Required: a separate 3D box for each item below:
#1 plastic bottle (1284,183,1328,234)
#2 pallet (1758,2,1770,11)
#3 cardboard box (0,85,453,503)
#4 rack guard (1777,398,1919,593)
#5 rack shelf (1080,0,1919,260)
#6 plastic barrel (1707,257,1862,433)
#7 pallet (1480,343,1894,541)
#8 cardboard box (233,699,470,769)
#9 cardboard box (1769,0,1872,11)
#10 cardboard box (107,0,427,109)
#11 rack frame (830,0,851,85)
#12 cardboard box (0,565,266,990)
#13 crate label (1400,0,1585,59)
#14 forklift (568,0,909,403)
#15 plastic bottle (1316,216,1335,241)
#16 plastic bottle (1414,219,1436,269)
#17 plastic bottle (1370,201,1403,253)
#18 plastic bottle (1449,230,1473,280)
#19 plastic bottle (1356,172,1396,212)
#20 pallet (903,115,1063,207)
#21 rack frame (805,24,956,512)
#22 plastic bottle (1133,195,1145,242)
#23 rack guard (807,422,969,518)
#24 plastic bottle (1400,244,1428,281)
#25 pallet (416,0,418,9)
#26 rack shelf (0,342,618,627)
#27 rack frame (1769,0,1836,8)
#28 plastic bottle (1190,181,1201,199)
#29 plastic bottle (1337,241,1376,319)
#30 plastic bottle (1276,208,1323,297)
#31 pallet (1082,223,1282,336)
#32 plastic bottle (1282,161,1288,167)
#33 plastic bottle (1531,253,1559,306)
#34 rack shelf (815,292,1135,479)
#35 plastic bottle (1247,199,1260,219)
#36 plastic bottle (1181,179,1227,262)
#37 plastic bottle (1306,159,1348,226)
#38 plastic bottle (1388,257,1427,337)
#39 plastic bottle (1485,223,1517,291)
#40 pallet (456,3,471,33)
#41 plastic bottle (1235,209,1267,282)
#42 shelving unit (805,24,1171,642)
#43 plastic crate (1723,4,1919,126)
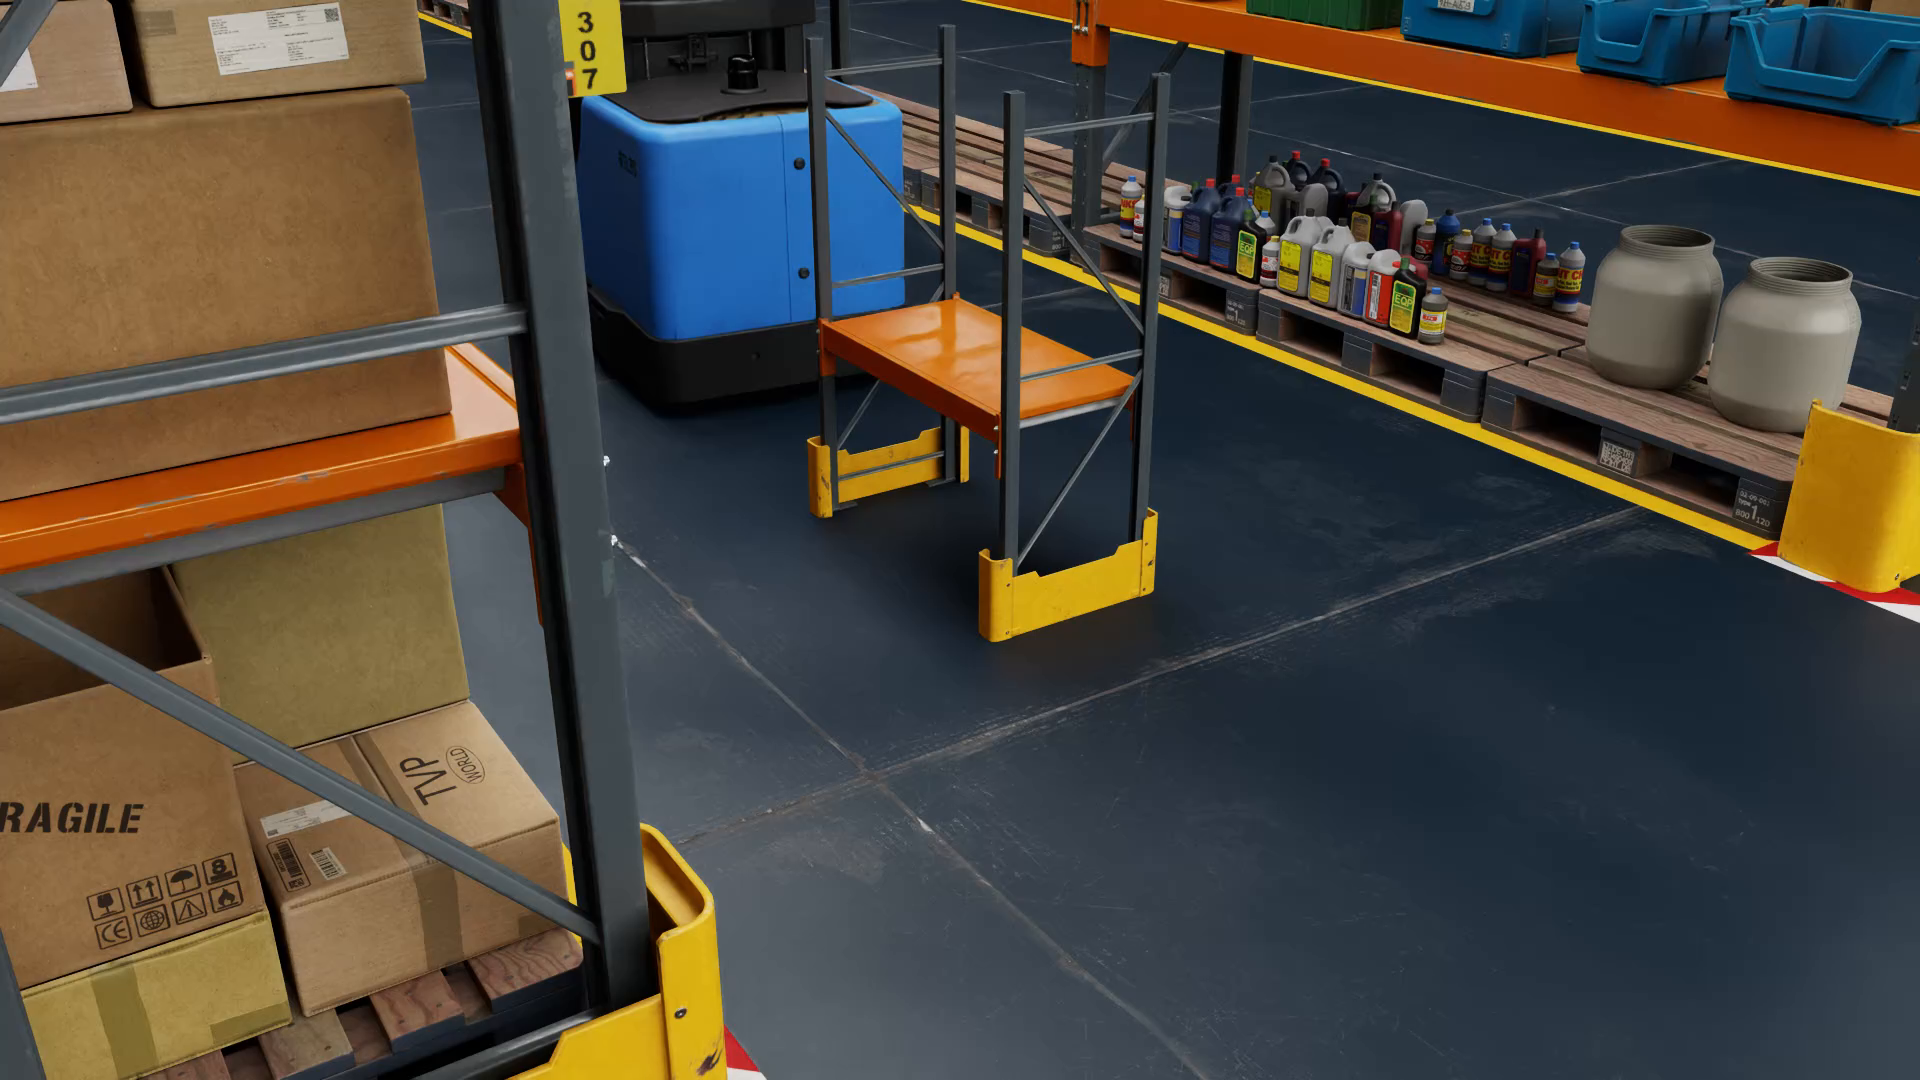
[{"bbox_3d":[1.573,-1.493,7.573,0.152,0.276,0.135,-16,29,-30],"label":"plastic bottle"},{"bbox_3d":[7.530,-4.945,15.478,1.003,0.211,1.213,-16,29,-30],"label":"pallet"},{"bbox_3d":[-1.228,-0.432,2.535,0.700,0.500,0.500,-16,29,-30],"label":"cardboard box"},{"bbox_3d":[3.088,-0.256,5.206,1.175,0.500,0.348,-16,29,-30],"label":"rack guard"},{"bbox_3d":[2.077,-1.760,6.307,1.077,0.370,4.000,-16,29,-30],"label":"rack shelf"},{"bbox_3d":[2.746,-0.653,5.541,0.421,0.512,0.421,0,25,0],"label":"plastic barrel"},{"bbox_3d":[2.649,-0.417,5.886,1.003,0.211,1.213,-16,29,-30],"label":"pallet"},{"bbox_3d":[-1.366,0.415,3.587,0.500,0.250,0.500,-16,29,-30],"label":"cardboard box"},{"bbox_3d":[7.899,-5.127,14.741,1.050,0.750,0.750,-15,29,-29],"label":"cardboard box"},{"bbox_3d":[-1.017,-0.746,2.440,0.380,0.149,0.250,-16,30,-30],"label":"cardboard box"},{"bbox_3d":[-1.198,-4.231,10.700,1.000,3.000,0.127,-16,29,-30],"label":"rack frame"},{"bbox_3d":[-1.525,0.375,2.793,0.500,0.500,0.500,-16,29,-30],"label":"cardboard box"},{"bbox_3d":[1.937,-1.981,5.892,0.502,0.435,0.616,-16,29,-30],"label":"crate label"},{"bbox_3d":[-1.317,-2.427,6.958,1.130,2.935,3.031,-12,28,-24],"label":"forklift"},{"bbox_3d":[1.524,-1.207,6.967,0.152,0.276,0.135,-16,29,-30],"label":"plastic bottle"},{"bbox_3d":[2.032,-1.292,7.236,0.097,0.201,0.097,0,25,0],"label":"plastic bottle"},{"bbox_3d":[1.856,-1.340,7.241,0.061,0.283,0.133,-16,29,-30],"label":"plastic bottle"},{"bbox_3d":[2.144,-1.219,7.080,0.097,0.201,0.097,0,25,0],"label":"plastic bottle"},{"bbox_3d":[1.859,-1.454,7.405,0.144,0.351,0.185,-16,29,-30],"label":"plastic bottle"},{"bbox_3d":[-0.146,-2.248,9.766,1.003,0.211,1.213,-16,29,-30],"label":"pallet"},{"bbox_3d":[-0.231,-0.830,5.250,0.500,1.500,0.032,-16,29,-30],"label":"rack frame"},{"bbox_3d":[0.847,-1.482,7.638,0.097,0.201,0.097,0,25,0],"label":"plastic bottle"},{"bbox_3d":[-0.230,-0.264,5.516,0.587,0.250,0.087,-16,29,-30],"label":"rack guard"},{"bbox_3d":[1.773,-1.017,6.557,0.061,0.283,0.133,-16,29,-30],"label":"plastic bottle"},{"bbox_3d":[-5.148,-5.528,16.712,1.003,0.211,1.213,-16,29,-30],"label":"pallet"},{"bbox_3d":[-2.075,-0.607,3.865,1.077,0.370,4.000,-16,29,-30],"label":"rack shelf"},{"bbox_3d":[5.135,-3.955,10.114,1.000,3.000,0.127,-16,29,-30],"label":"rack frame"},{"bbox_3d":[1.080,-1.471,7.519,0.061,0.283,0.133,-16,29,-30],"label":"plastic bottle"},{"bbox_3d":[1.609,-1.038,6.611,0.152,0.276,0.135,-16,30,-31],"label":"plastic bottle"},{"bbox_3d":[1.413,-1.197,6.859,0.144,0.351,0.185,-16,30,-30],"label":"plastic bottle"},{"bbox_3d":[1.317,-1.290,7.735,1.003,0.211,1.213,-16,29,-30],"label":"pallet"},{"bbox_3d":[1.524,-1.676,7.953,0.061,0.283,0.133,-14,29,-27],"label":"plastic bottle"},{"bbox_3d":[2.384,-1.062,6.748,0.097,0.201,0.097,0,25,0],"label":"plastic bottle"},{"bbox_3d":[0.047,-0.485,4.942,0.538,0.185,1.000,-16,29,-30],"label":"rack shelf"},{"bbox_3d":[1.259,-1.357,7.291,0.097,0.271,0.097,0,25,0],"label":"plastic bottle"},{"bbox_3d":[1.078,-1.416,7.324,0.144,0.351,0.185,-15,29,-28],"label":"plastic bottle"},{"bbox_3d":[1.683,-1.570,7.650,0.144,0.351,0.185,-17,30,-32],"label":"plastic bottle"},{"bbox_3d":[1.720,-0.933,6.379,0.061,0.283,0.133,-15,29,-28],"label":"plastic bottle"},{"bbox_3d":[2.253,-1.179,6.914,0.097,0.271,0.097,0,25,0],"label":"plastic bottle"},{"bbox_3d":[-3.816,-4.655,14.864,1.003,0.211,1.213,-16,29,-30],"label":"pallet"},{"bbox_3d":[1.236,-1.250,7.050,0.061,0.283,0.133,-14,29,-27],"label":"plastic bottle"},{"bbox_3d":[0.042,-0.651,4.872,0.587,1.500,1.083,-16,29,-30],"label":"shelving unit"},{"bbox_3d":[2.645,-1.412,4.902,0.499,0.251,0.616,-16,29,-30],"label":"plastic crate"}]
